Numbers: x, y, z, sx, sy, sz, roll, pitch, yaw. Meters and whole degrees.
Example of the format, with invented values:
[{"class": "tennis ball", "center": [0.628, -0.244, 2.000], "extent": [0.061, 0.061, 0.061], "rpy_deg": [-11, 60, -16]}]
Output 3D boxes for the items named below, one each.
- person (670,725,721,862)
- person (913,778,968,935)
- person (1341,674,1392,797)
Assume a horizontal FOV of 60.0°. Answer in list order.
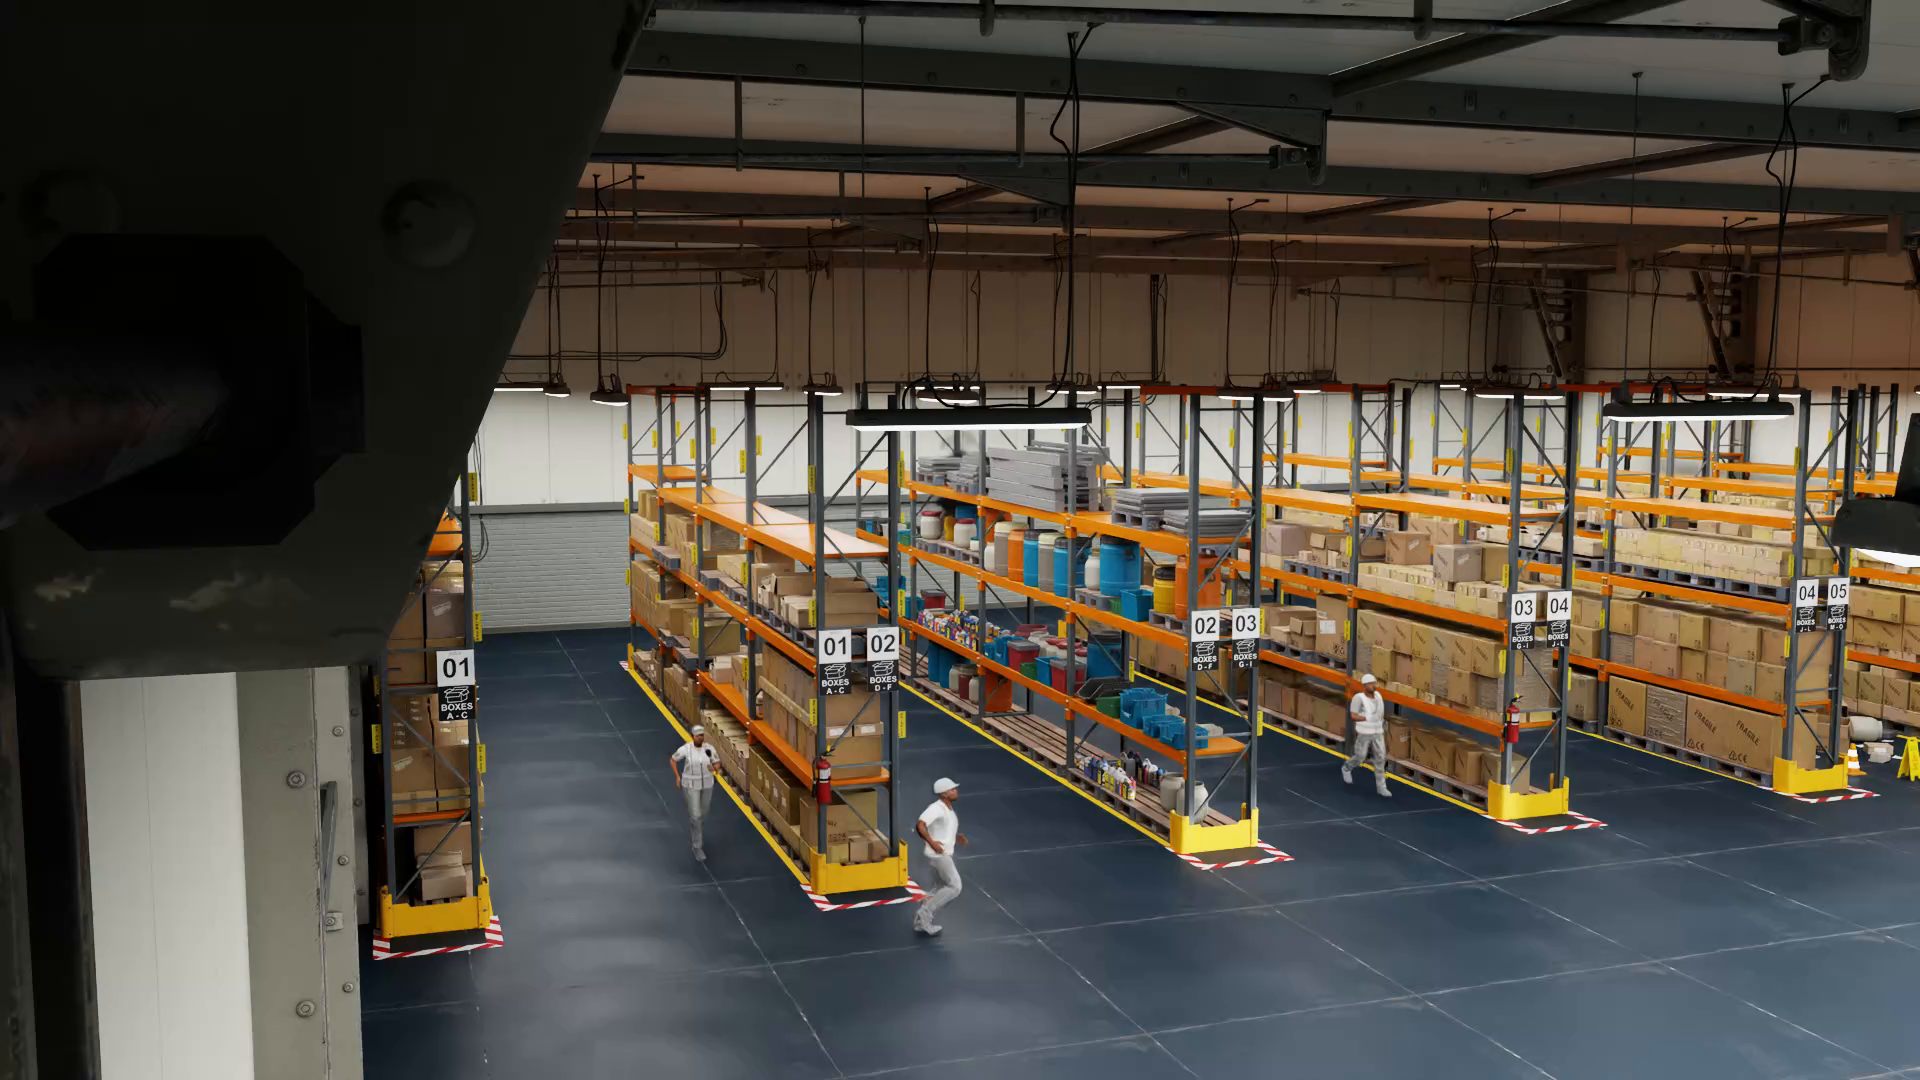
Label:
[{"class": "person", "center": [-3.420, 3.257, 21.715], "extent": [0.590, 1.709, 0.816], "rpy_deg": [-4, 7, -31]}, {"class": "person", "center": [-0.206, 3.540, 18.771], "extent": [0.589, 1.689, 0.744], "rpy_deg": [1, 6, 7]}, {"class": "person", "center": [6.088, 2.872, 24.774], "extent": [0.694, 1.759, 0.979], "rpy_deg": [-3, 6, -24]}]
